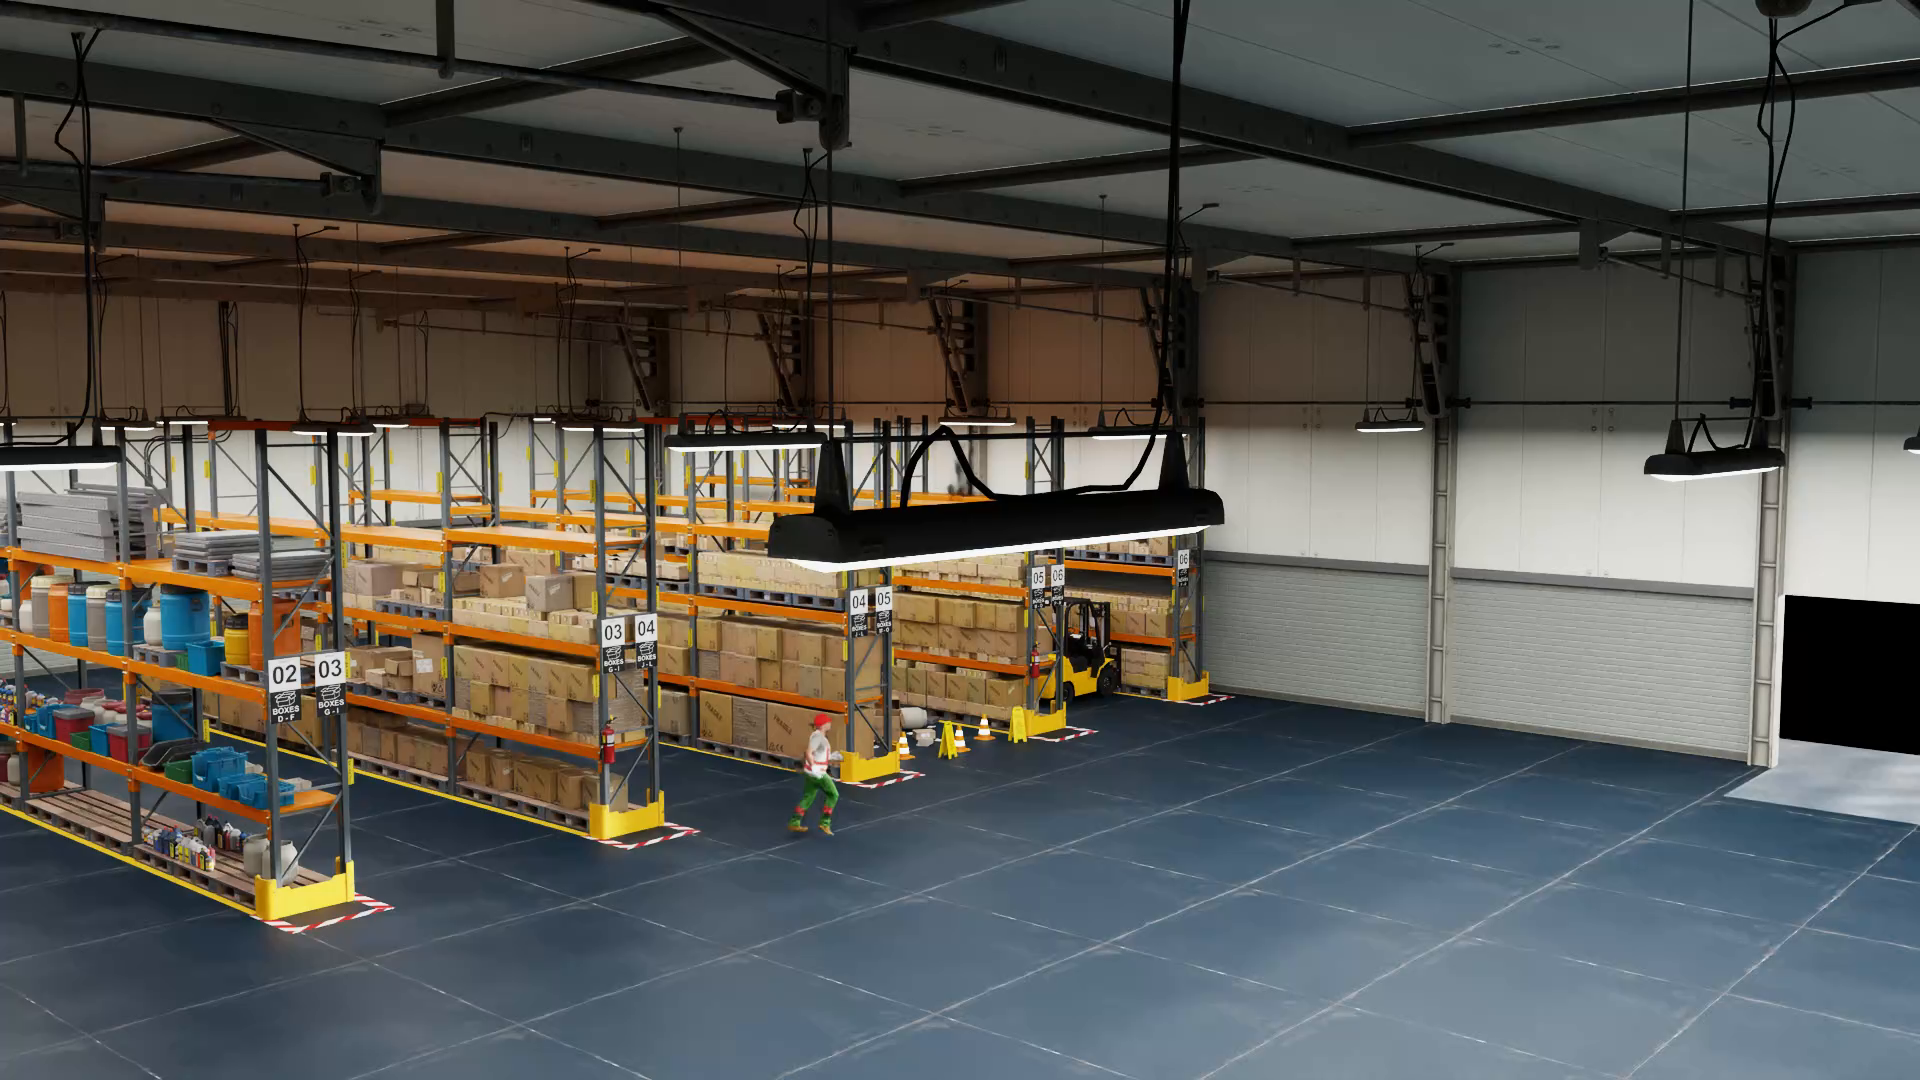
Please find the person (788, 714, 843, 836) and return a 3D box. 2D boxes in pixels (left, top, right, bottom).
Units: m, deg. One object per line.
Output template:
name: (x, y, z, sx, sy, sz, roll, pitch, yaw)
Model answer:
person: (-2.086, 3.446, 24.288, 0.864, 1.824, 0.587, -2, 5, -21)
